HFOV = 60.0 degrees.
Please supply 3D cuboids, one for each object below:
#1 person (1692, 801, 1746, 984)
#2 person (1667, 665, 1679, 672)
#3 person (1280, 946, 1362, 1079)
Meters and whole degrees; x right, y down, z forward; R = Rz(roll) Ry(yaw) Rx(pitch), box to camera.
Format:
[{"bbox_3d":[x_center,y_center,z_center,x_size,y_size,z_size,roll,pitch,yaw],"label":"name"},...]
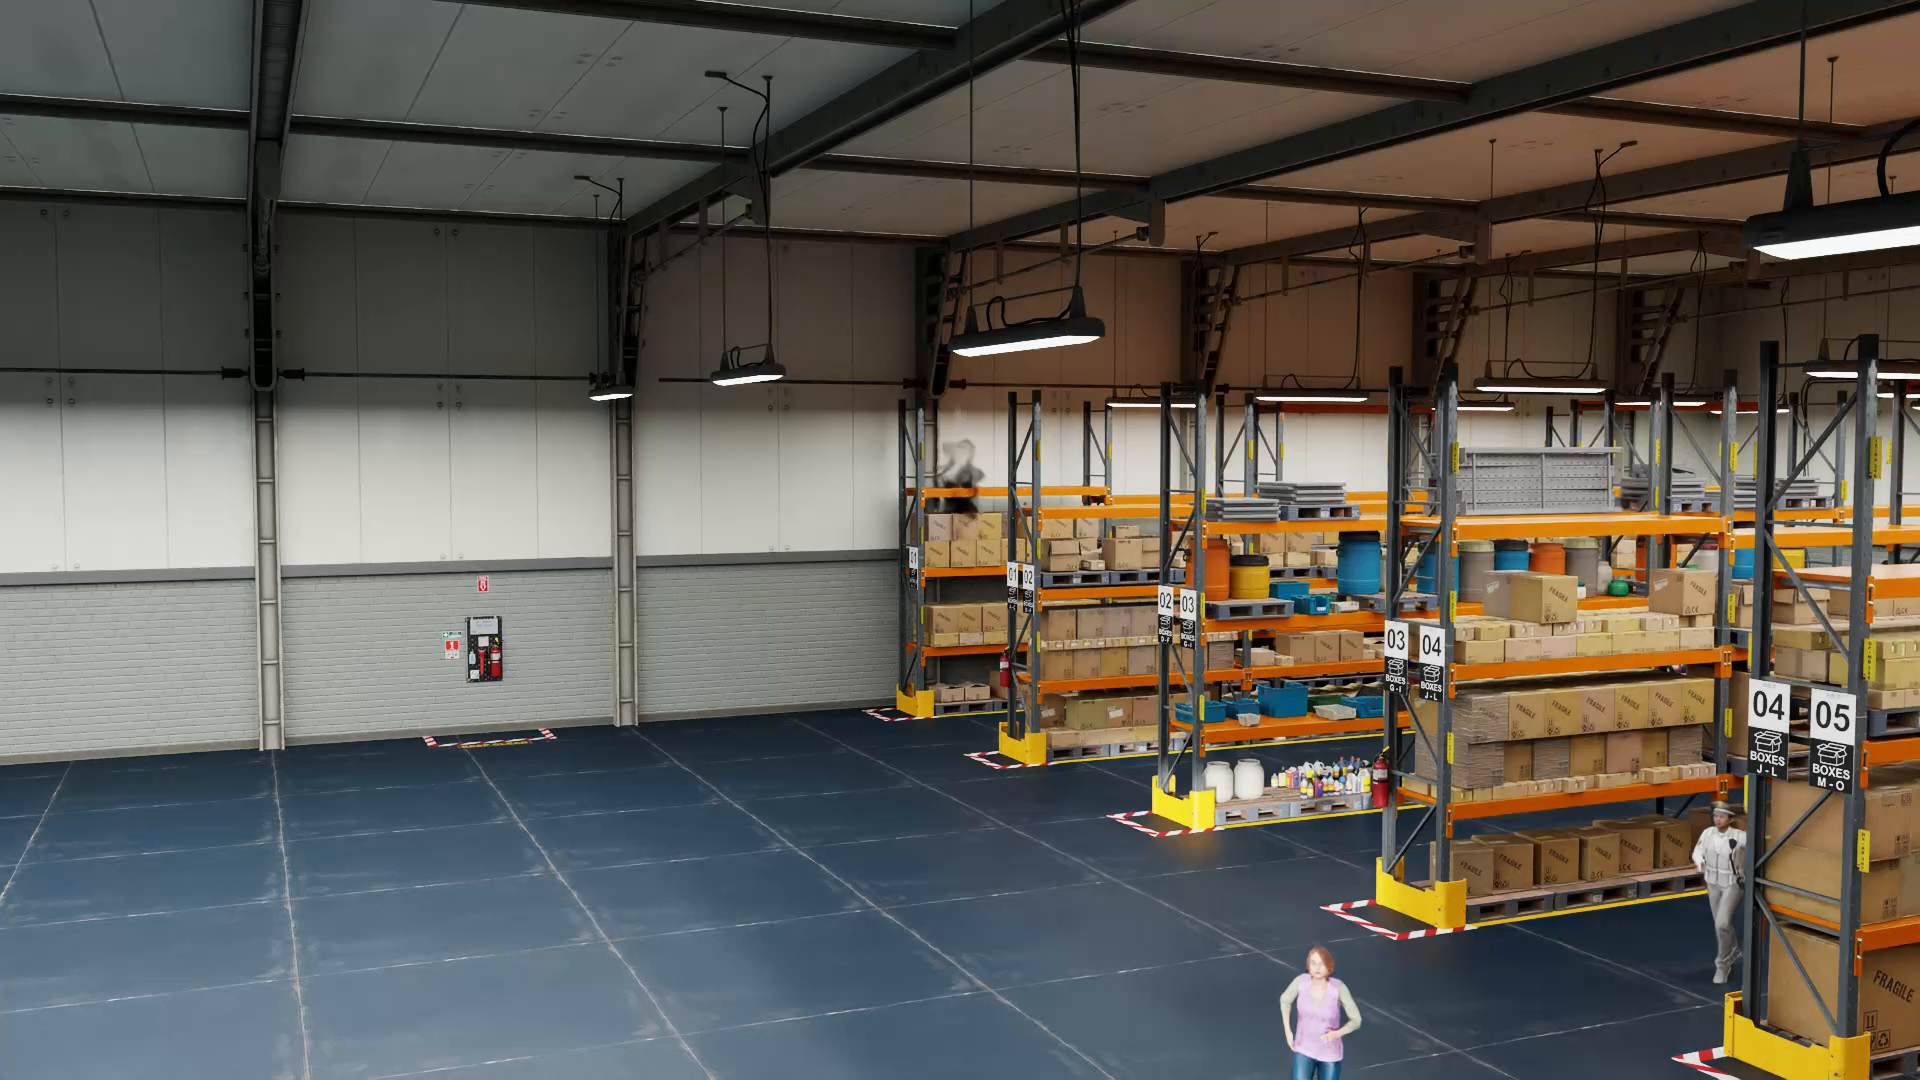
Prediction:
[{"bbox_3d":[7.413,3.390,16.091,0.739,1.770,0.631,-2,4,-34],"label":"person"},{"bbox_3d":[11.825,2.621,27.960,0.901,1.796,0.643,-2,4,-26],"label":"person"},{"bbox_3d":[2.550,3.670,11.830,0.593,1.577,0.557,1,4,19],"label":"person"}]
